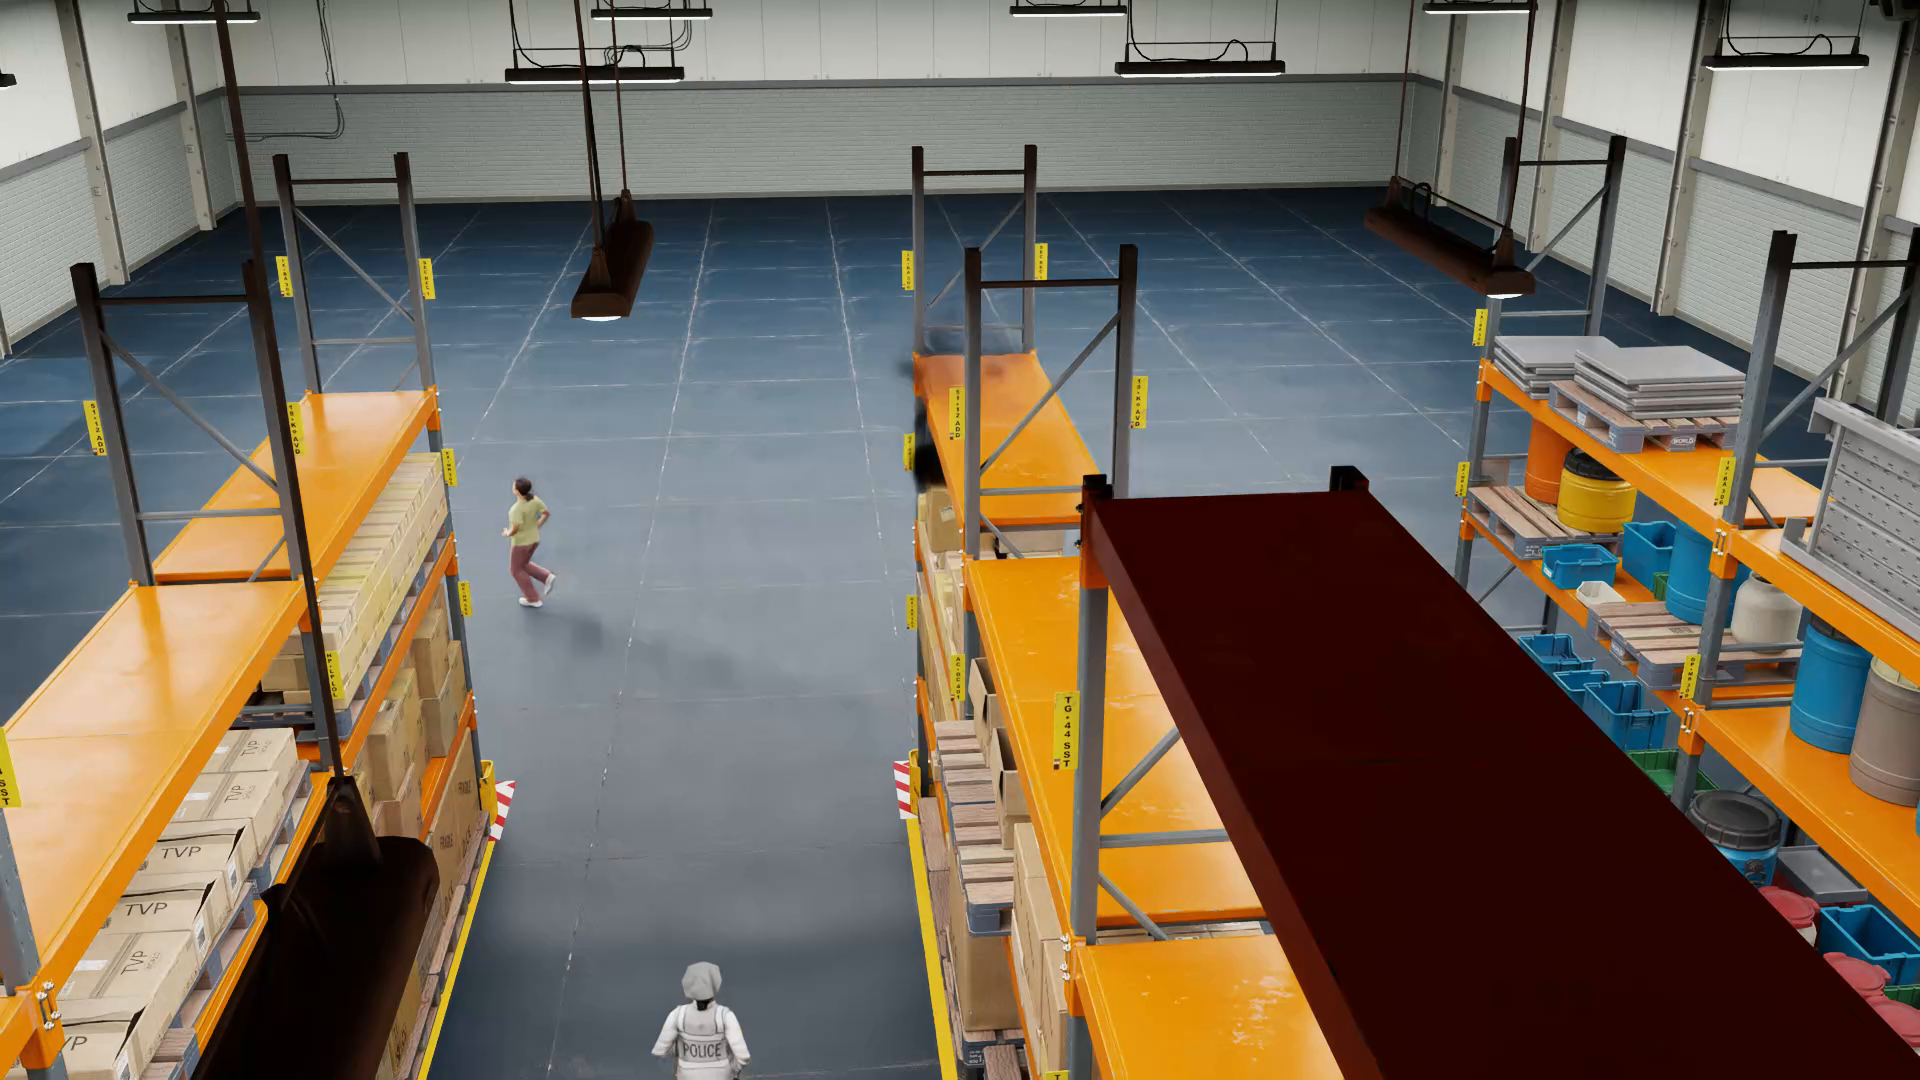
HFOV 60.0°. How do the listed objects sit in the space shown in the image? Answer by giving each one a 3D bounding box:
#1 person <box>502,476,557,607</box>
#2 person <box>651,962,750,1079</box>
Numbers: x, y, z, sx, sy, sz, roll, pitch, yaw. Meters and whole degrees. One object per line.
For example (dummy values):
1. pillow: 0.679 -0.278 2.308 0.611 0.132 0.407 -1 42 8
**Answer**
1. person: -5.039 0.028 19.375 0.558 1.620 0.580 9 23 22
2. person: -1.622 3.498 10.531 0.610 1.710 0.793 -3 22 -7
